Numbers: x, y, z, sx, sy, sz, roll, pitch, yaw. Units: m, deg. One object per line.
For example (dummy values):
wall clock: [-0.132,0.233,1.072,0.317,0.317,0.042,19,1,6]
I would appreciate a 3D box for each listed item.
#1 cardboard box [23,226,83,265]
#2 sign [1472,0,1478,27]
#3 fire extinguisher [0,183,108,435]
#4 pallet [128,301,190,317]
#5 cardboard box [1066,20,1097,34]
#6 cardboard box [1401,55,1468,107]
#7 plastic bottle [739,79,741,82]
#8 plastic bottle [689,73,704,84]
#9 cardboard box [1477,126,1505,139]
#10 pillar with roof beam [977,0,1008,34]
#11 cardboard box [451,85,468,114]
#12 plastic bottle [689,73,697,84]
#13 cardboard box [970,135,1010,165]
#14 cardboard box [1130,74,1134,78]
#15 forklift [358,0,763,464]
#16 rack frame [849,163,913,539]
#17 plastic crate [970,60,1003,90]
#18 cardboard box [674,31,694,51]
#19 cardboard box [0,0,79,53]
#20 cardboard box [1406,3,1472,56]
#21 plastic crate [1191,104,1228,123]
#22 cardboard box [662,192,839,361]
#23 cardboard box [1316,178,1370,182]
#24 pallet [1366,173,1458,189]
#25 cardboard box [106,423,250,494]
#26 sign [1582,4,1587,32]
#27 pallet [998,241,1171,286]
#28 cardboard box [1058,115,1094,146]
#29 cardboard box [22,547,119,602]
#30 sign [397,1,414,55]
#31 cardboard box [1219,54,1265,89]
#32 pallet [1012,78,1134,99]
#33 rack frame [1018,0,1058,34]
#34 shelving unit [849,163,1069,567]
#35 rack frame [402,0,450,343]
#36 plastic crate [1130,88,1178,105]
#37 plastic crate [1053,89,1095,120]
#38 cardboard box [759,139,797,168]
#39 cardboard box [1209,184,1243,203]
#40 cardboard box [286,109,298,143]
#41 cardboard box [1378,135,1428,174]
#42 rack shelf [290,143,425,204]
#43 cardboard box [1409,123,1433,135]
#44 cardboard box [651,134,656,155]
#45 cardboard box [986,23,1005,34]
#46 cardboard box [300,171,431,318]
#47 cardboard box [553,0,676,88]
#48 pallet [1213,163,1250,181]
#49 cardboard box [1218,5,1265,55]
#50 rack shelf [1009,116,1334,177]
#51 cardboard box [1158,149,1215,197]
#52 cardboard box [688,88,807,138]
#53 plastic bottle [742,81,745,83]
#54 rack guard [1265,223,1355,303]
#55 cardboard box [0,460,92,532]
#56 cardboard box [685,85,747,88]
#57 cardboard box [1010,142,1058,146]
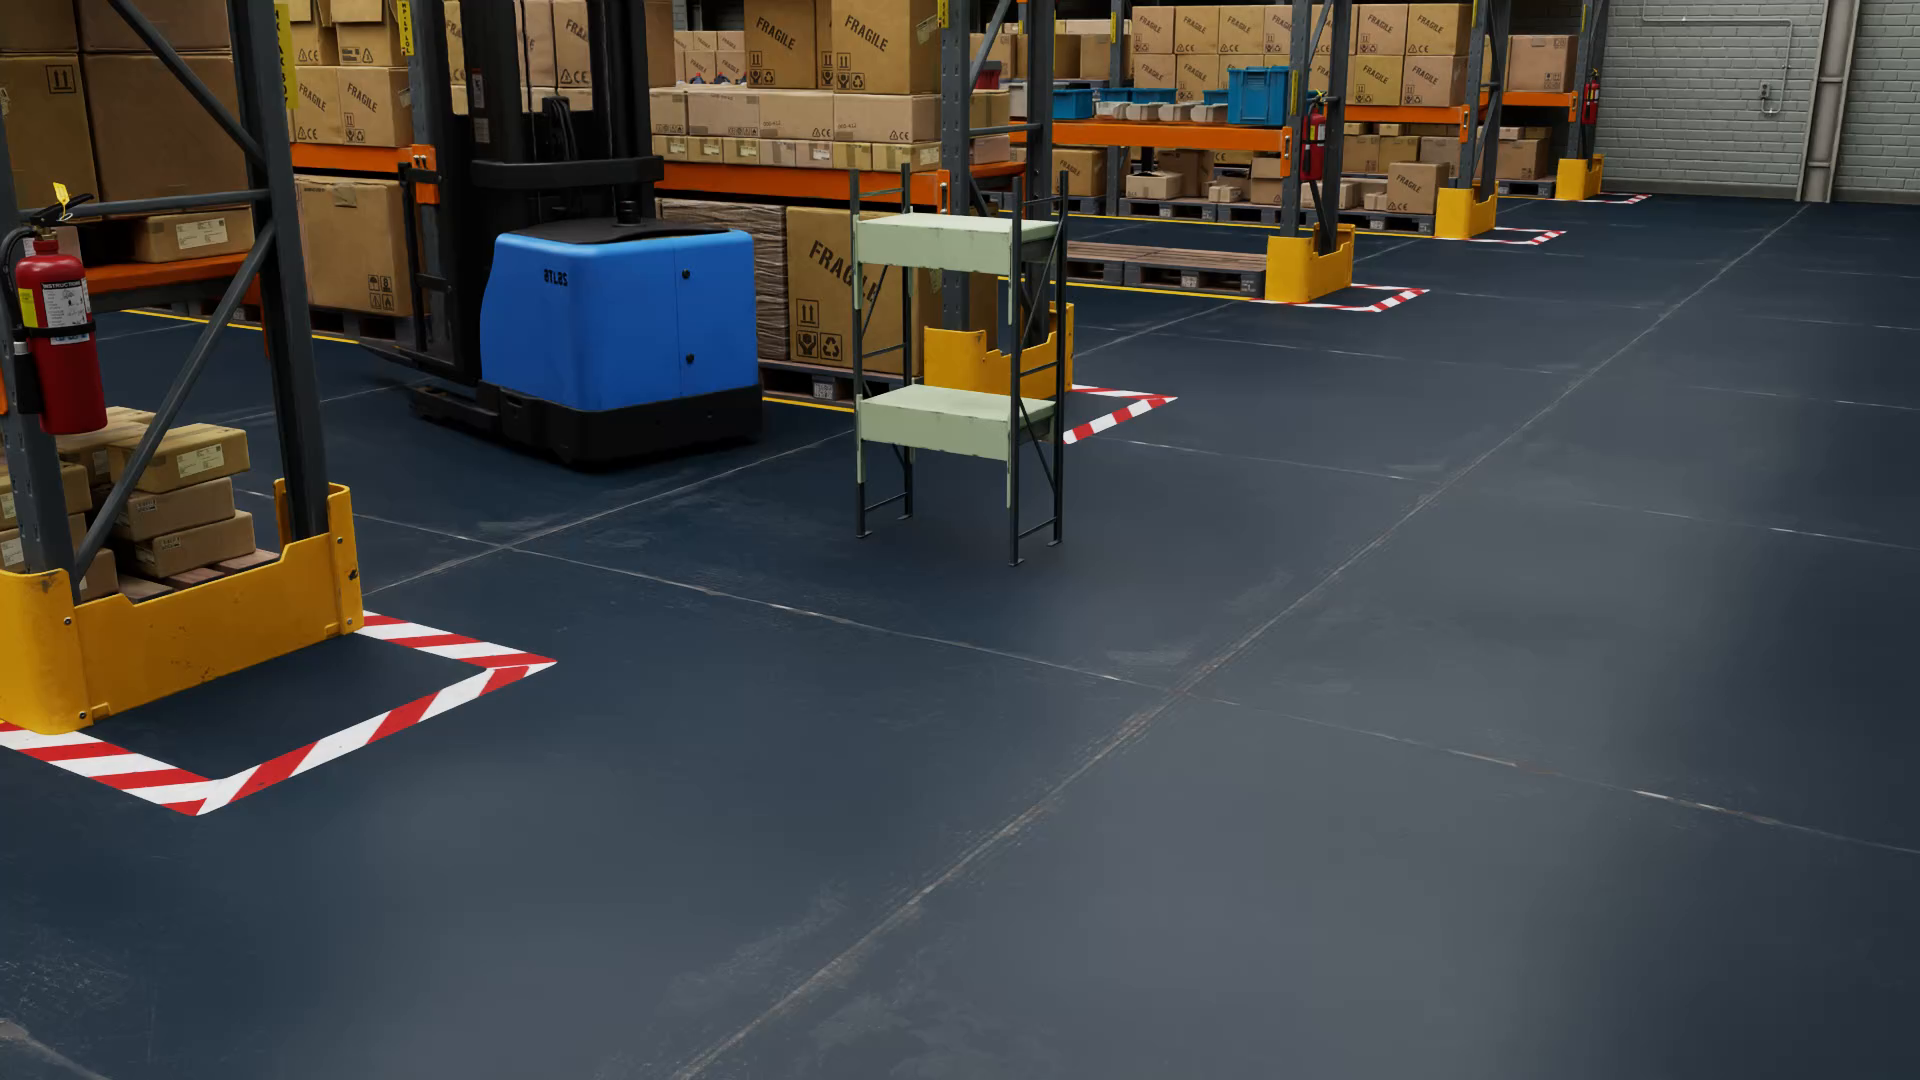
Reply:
cardboard box: [-2.894,-0.864,4.996,0.250,0.149,0.380,10,20,30]
sign: [5.093,-5.241,16.439,0.005,0.325,0.100,10,20,30]
fire extinguisher: [-2.496,-0.636,4.590,0.183,0.674,0.296,10,20,30]
pallet: [-5.971,-1.961,12.975,1.213,0.211,1.003,10,20,30]
cardboard box: [1.883,-7.459,24.266,0.500,0.250,0.500,10,19,29]
cardboard box: [4.877,-4.719,17.083,0.500,0.500,0.500,11,20,32]
plastic bottle: [-2.199,-4.427,16.495,0.133,0.283,0.061,10,20,30]
plastic bottle: [-2.496,-4.255,15.814,0.185,0.351,0.144,10,20,30]
cardboard box: [6.918,-5.308,21.656,0.250,0.149,0.380,11,20,32]
pillar with roof beam: [-1.735,-9.331,22.116,0.400,9.000,9.100,10,20,30]
cardboard box: [-2.932,-2.760,10.553,0.500,0.250,0.500,10,19,29]
plastic bottle: [-2.531,-4.313,16.005,0.185,0.351,0.144,10,20,30]
cardboard box: [0.083,-2.233,9.504,0.250,0.149,0.380,10,20,31]
cardboard box: [2.645,-6.666,24.063,0.250,0.149,0.380,10,20,30]
forklift: [-2.369,-2.120,8.818,1.130,2.935,3.031,-15,22,-40]
rack frame: [-0.318,-0.774,6.850,0.023,1.500,0.400,10,20,30]
plastic crate: [0.026,-3.914,14.392,0.583,0.464,0.402,10,20,30]
cardboard box: [-4.542,-8.323,28.054,0.500,0.500,0.500,9,19,28]
cardboard box: [-2.989,-1.681,4.850,0.500,0.500,0.500,10,19,29]
cardboard box: [4.878,-5.196,16.934,0.500,0.500,0.500,10,20,30]
plastic crate: [2.016,-3.426,13.349,0.243,0.136,0.396,10,20,30]
cardboard box: [-1.149,-1.618,9.979,0.875,0.875,0.875,10,20,30]
cardboard box: [4.234,-3.870,18.435,0.500,0.250,0.500,10,20,30]
pallet: [6.232,-4.852,22.490,1.213,0.211,1.003,10,20,30]
cardboard box: [-2.737,-0.290,5.833,0.250,0.149,0.380,9,19,28]
sign: [7.694,-6.433,20.498,0.005,0.325,0.100,10,20,30]
pallet: [1.087,-2.431,14.520,1.213,0.211,1.003,10,20,30]
cardboard box: [1.731,-6.143,24.918,0.750,0.750,0.750,10,19,29]
cardboard box: [-3.026,0.130,5.474,0.250,0.149,0.380,11,20,31]
sign: [-3.471,-3.206,10.419,0.005,0.325,0.100,10,20,30]
cardboard box: [3.147,-5.028,18.100,0.500,0.500,0.500,10,20,30]
pallet: [1.368,-5.335,19.615,1.213,0.211,1.003,10,20,30]
rack frame: [1.173,-7.115,25.142,0.127,3.000,1.000,10,20,30]
shelving unit: [-0.006,-0.719,6.667,0.755,1.500,0.431,10,20,30]
rack frame: [-3.195,-2.826,11.023,0.127,3.000,1.000,10,20,30]
plastic crate: [1.645,-3.712,14.126,0.300,0.233,0.416,10,20,30]
plastic crate: [0.921,-3.642,13.894,0.300,0.233,0.416,10,20,30]
cardboard box: [-0.912,-2.186,9.348,0.250,0.149,0.380,11,20,31]
cardboard box: [2.979,-3.887,18.635,0.250,0.166,0.380,10,20,30]
cardboard box: [-4.604,-3.032,11.530,0.500,0.500,0.500,10,19,29]
cardboard box: [6.028,-5.216,22.470,0.500,0.500,0.700,11,20,31]
rack shelf: [-4.900,-2.786,12.129,4.000,0.370,1.077,10,20,30]
cardboard box: [6.256,-5.556,22.474,0.250,0.149,0.380,10,19,29]
cardboard box: [-1.788,-2.342,9.861,0.250,0.149,0.380,9,19,28]
cardboard box: [0.581,-7.774,25.267,0.250,0.149,0.380,7,18,21]
cardboard box: [-3.751,-2.103,11.575,0.875,0.875,1.225,10,20,30]
cardboard box: [-2.060,-2.964,9.935,0.500,0.500,0.500,9,19,28]
pallet: [3.885,-5.271,23.869,1.213,0.211,1.003,10,20,30]
cardboard box: [3.124,-5.507,17.957,0.500,0.500,0.500,9,19,28]
rack shelf: [1.101,-3.404,14.165,4.000,0.370,1.077,10,20,30]
cardboard box: [2.626,-4.277,19.344,0.500,0.500,0.500,10,20,30]
cardboard box: [-1.204,-2.451,9.534,0.500,0.250,0.500,9,19,28]
plastic bottle: [-2.111,-4.350,16.263,0.097,0.271,0.097,0,17,0]
rack guard: [2.833,-2.248,13.420,0.348,0.500,1.175,10,20,30]
cardboard box: [-3.052,-0.144,5.352,0.250,0.149,0.380,10,20,31]
cardboard box: [-1.375,-2.661,10.226,0.500,0.250,0.500,10,19,29]
cardboard box: [0.855,-4.938,20.230,0.500,0.250,0.500,10,20,30]
